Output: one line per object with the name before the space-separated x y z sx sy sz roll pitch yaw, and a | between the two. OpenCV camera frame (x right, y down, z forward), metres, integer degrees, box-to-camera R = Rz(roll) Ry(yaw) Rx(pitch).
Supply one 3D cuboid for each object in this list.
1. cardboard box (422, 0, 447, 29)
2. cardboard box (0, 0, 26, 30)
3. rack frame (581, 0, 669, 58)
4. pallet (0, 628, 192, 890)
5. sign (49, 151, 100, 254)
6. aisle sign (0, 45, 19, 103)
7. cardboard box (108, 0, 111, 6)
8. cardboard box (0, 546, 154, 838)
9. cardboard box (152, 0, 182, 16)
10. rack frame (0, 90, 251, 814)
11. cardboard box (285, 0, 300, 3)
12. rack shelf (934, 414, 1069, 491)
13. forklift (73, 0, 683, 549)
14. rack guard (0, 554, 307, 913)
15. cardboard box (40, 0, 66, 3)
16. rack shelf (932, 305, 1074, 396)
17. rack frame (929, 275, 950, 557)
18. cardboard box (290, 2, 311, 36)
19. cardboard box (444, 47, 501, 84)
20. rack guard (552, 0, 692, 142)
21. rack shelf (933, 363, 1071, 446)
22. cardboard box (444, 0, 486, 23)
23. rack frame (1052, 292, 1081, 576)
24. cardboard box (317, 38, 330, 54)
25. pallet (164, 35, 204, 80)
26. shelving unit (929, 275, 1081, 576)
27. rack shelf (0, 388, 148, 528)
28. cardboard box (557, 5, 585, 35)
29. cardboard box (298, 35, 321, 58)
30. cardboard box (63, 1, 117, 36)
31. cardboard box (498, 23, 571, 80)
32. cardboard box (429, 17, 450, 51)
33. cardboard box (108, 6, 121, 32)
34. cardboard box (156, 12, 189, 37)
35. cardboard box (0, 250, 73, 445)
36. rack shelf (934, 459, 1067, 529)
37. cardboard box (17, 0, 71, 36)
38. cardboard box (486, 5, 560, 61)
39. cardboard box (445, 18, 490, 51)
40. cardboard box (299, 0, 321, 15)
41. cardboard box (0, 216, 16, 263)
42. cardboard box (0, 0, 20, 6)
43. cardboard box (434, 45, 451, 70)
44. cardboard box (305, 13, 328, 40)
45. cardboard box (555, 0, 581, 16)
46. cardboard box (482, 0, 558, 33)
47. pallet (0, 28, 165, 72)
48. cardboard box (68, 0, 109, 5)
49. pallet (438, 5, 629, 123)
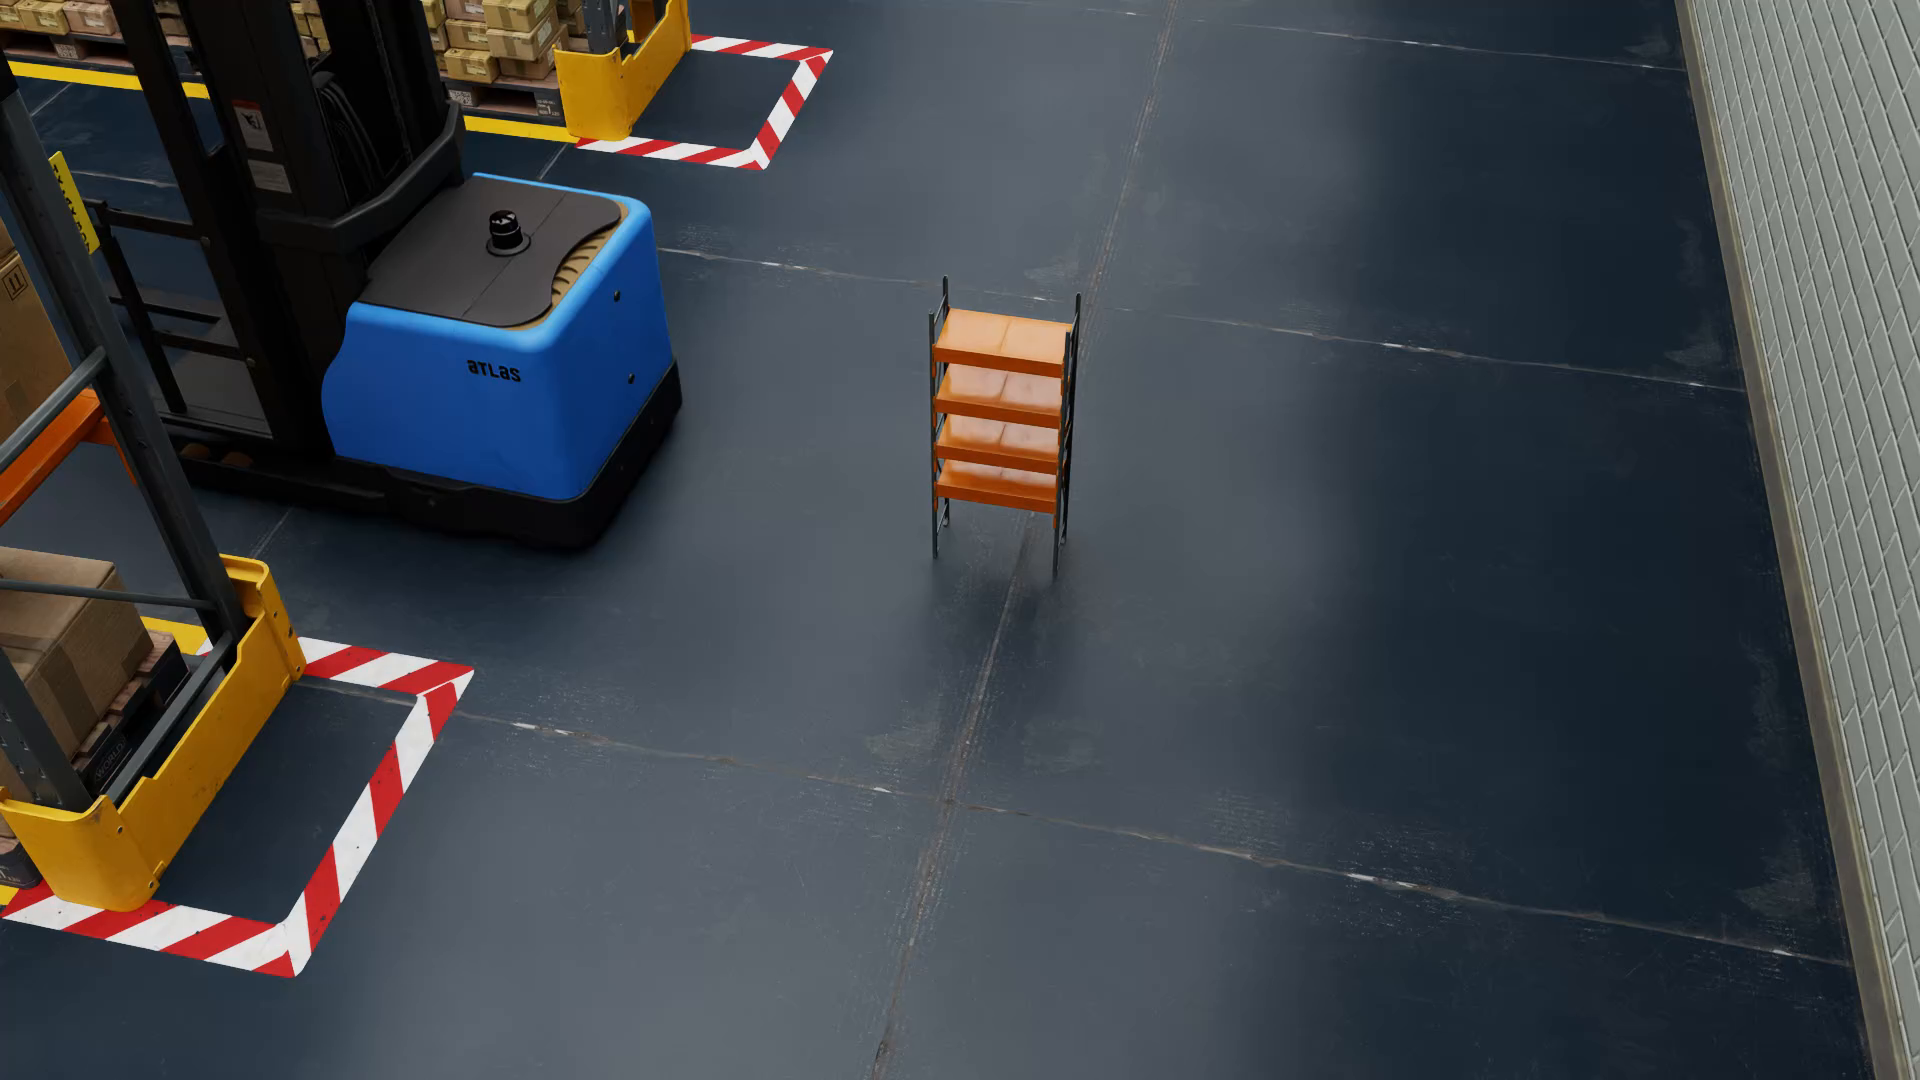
cardboard box | -2.867 -2.913 8.937 0.250 0.149 0.380 8 44 8
cardboard box | -5.400 -3.093 9.553 0.250 0.149 0.380 7 44 7
rack frame | -1.782 -3.635 8.364 0.127 3.000 1.000 9 45 9
pallet | -3.561 0.666 5.906 1.213 0.211 1.003 9 45 9
sign | -2.637 -0.985 4.929 0.005 0.325 0.100 9 45 9
aisle sign | -2.631 -1.392 4.159 0.004 0.787 0.394 9 45 9
cardboard box | -4.626 -3.168 9.417 0.250 0.149 0.380 7 44 7
cardboard box | -3.430 0.469 5.644 0.875 0.438 0.875 7 44 8
cardboard box | -4.363 -3.111 9.357 0.250 0.149 0.380 11 45 11
rack frame | -2.764 -0.270 4.868 0.127 3.000 1.000 9 45 9
cardboard box | -3.613 -3.113 9.145 0.250 0.149 0.380 7 44 8
rack shelf | 0.162 -0.359 6.355 0.480 0.148 0.258 9 45 9
forklift | -2.789 -1.600 6.298 3.031 2.935 1.130 11 45 12
rack guard | -2.741 0.634 5.731 0.348 0.500 1.175 9 45 9
cardboard box | -5.135 -3.223 9.474 0.250 0.149 0.380 9 45 9
rack shelf | 0.162 -0.690 6.035 0.480 0.148 0.258 9 45 9
rack frame | -0.077 -0.444 6.346 0.015 1.200 0.240 9 45 9
cardboard box | -3.621 -2.952 9.193 0.250 0.149 0.380 11 45 11
cardboard box | -2.614 -2.669 9.112 0.250 0.149 0.380 10 45 10
rack guard | -1.856 -2.746 9.243 0.348 0.500 1.175 9 45 9
rack shelf | 0.162 -0.520 6.199 0.480 0.148 0.258 9 45 9
cardboard box | -2.586 -2.960 8.986 0.250 0.149 0.380 10 45 10
rack frame | 0.400 -0.370 6.269 0.015 1.200 0.240 9 45 9
cardboard box | -3.359 -2.792 9.240 0.250 0.149 0.380 7 44 7
pallet | -3.828 -2.975 9.689 1.213 0.211 1.003 9 45 9
shelving unit | 0.162 -0.407 6.308 0.503 1.200 0.258 9 45 9
rack shelf | -4.716 -0.314 5.432 4.000 0.370 1.077 9 45 9
cardboard box | -2.223 -3.056 9.515 0.250 0.149 0.380 10 45 10
cardboard box | -3.622 -2.847 9.297 0.250 0.149 0.380 10 45 10
cardboard box | -4.886 -3.050 9.509 0.250 0.149 0.380 9 45 9
cardboard box | -2.341 -2.698 9.143 0.250 0.149 0.380 10 45 10
cardboard box | -2.867 -2.831 9.067 0.250 0.149 0.380 7 44 7
cardboard box | -4.628 -3.045 9.504 0.250 0.149 0.380 8 44 8
cardboard box | -4.358 -3.028 9.486 0.250 0.149 0.380 7 44 7
cardboard box | -3.170 -0.573 5.110 0.500 0.500 0.500 9 45 9
rack shelf | 0.162 -0.216 6.492 0.480 0.148 0.258 9 45 9
cardboard box | -5.140 -3.052 9.511 0.250 0.149 0.380 10 45 10
cardboard box | -2.359 -2.754 8.986 0.250 0.149 0.380 8 44 8
cardboard box | -2.602 -2.830 9.065 0.250 0.149 0.380 8 44 8
cardboard box | -3.380 -2.998 9.026 0.250 0.149 0.380 10 45 11
cardboard box | -3.170 -0.932 4.762 0.500 0.500 0.500 8 44 8
cardboard box | -5.401 -3.201 9.451 0.250 0.149 0.380 11 45 11
cardboard box | -2.853 -2.767 9.215 0.250 0.149 0.380 9 45 9
cardboard box | -3.375 -2.901 9.139 0.250 0.149 0.380 9 45 10
cardboard box | -2.237 -3.120 9.367 0.250 0.149 0.380 11 45 11
cardboard box | -2.354 -2.883 8.906 0.250 0.149 0.380 9 45 10
pallet | -5.022 -3.159 9.880 1.213 0.211 1.003 9 45 9
cardboard box | -4.889 -3.211 9.461 0.250 0.149 0.380 9 45 9
pallet | -2.641 -2.789 9.496 1.213 0.211 1.003 9 45 9
